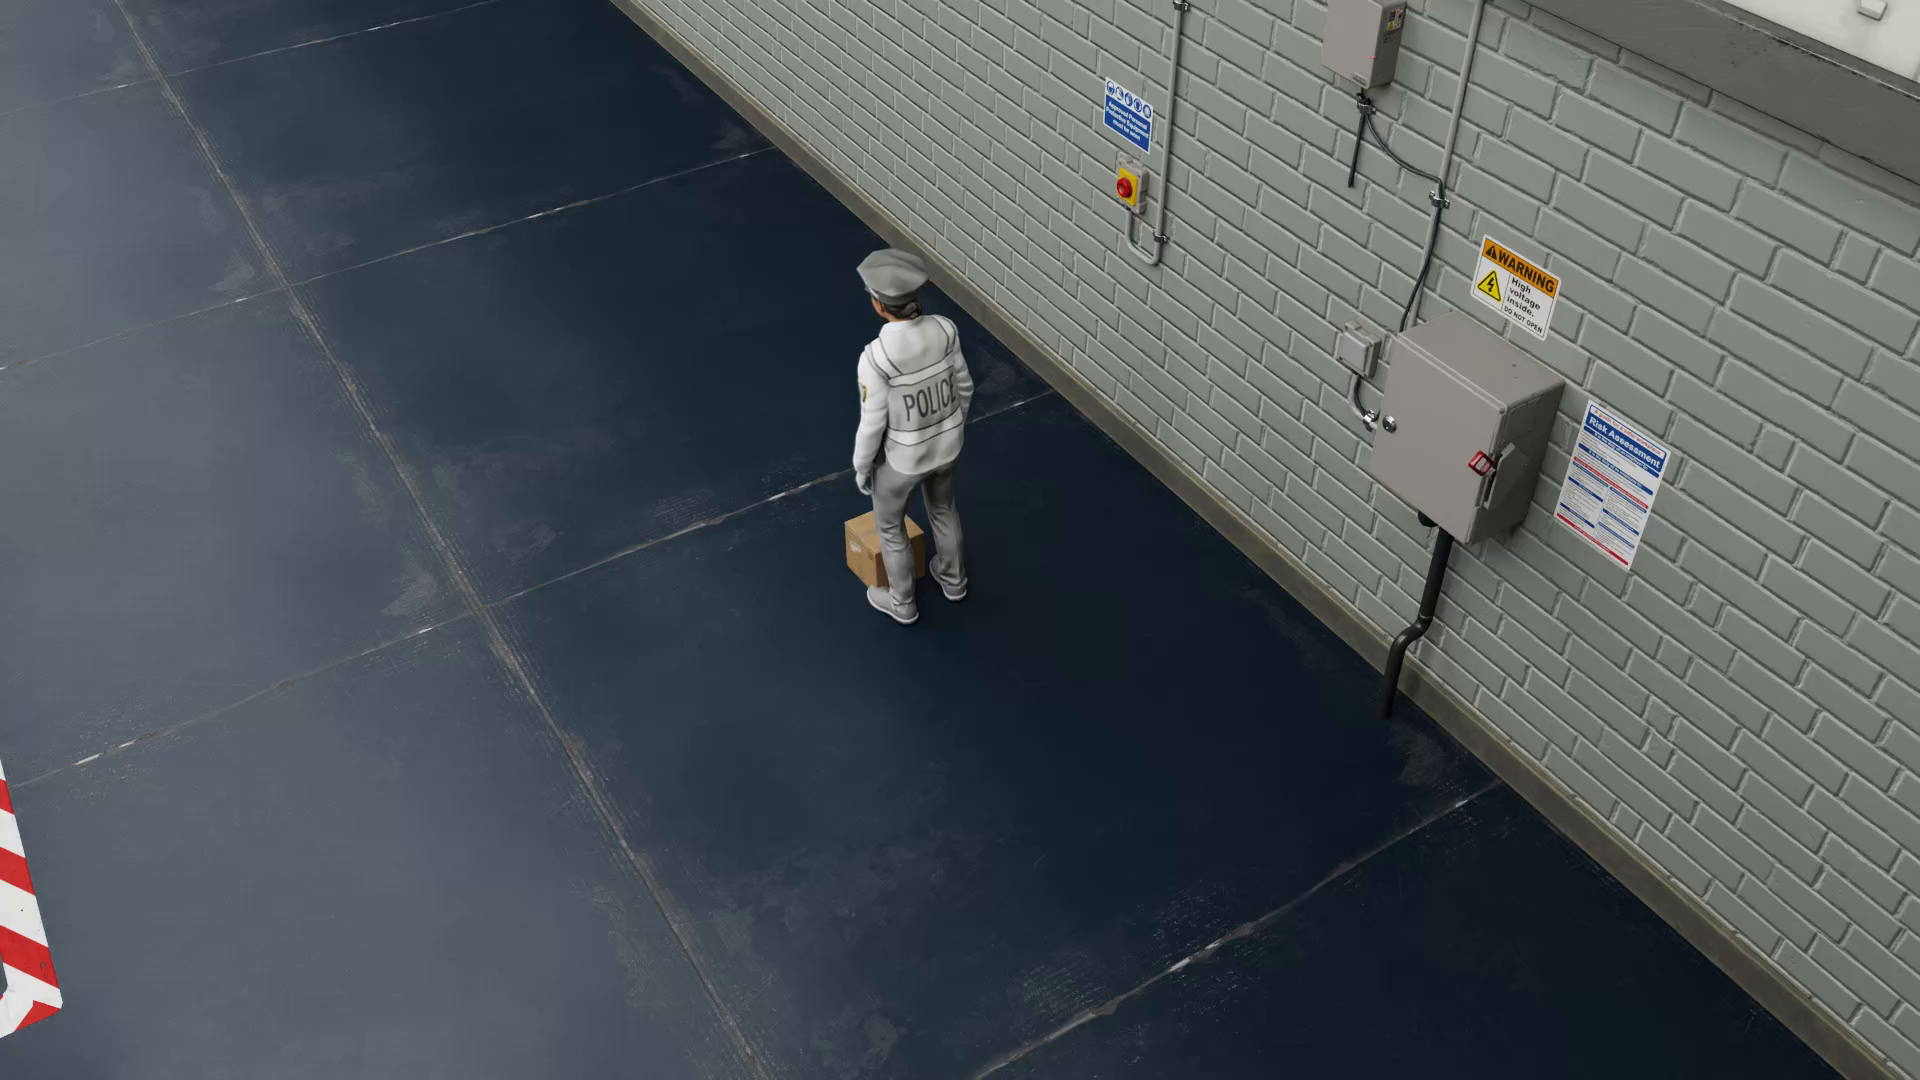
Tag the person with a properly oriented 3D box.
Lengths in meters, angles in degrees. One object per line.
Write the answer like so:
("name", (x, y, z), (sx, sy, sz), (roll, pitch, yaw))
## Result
("person", (-0.190, -0.360, 6.570), (0.539, 1.662, 0.374), (-25, 47, -26))
